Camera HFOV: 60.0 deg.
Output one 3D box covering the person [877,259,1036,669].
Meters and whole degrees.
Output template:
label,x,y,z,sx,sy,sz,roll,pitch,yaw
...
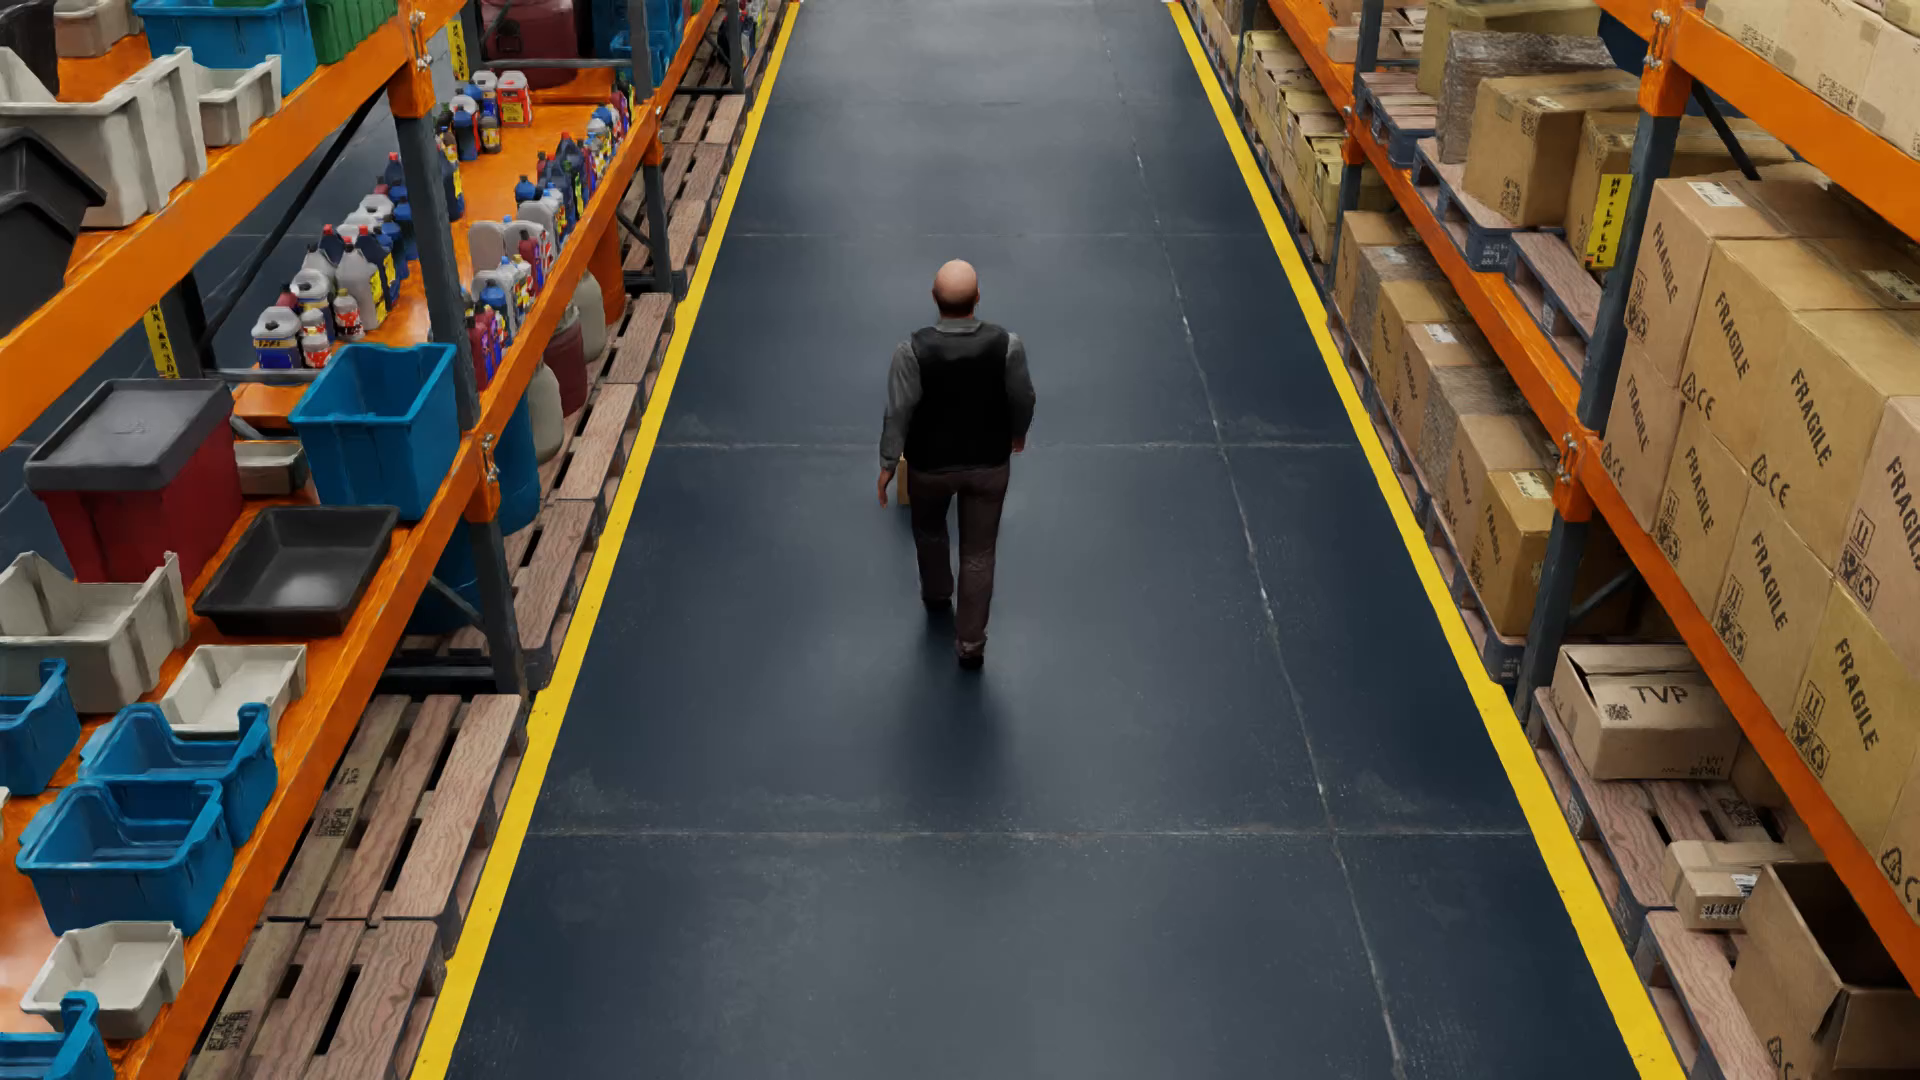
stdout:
label,x,y,z,sx,sy,sz,roll,pitch,yaw
person,-0.027,-0.340,6.747,0.642,1.745,0.739,-3,31,-5
